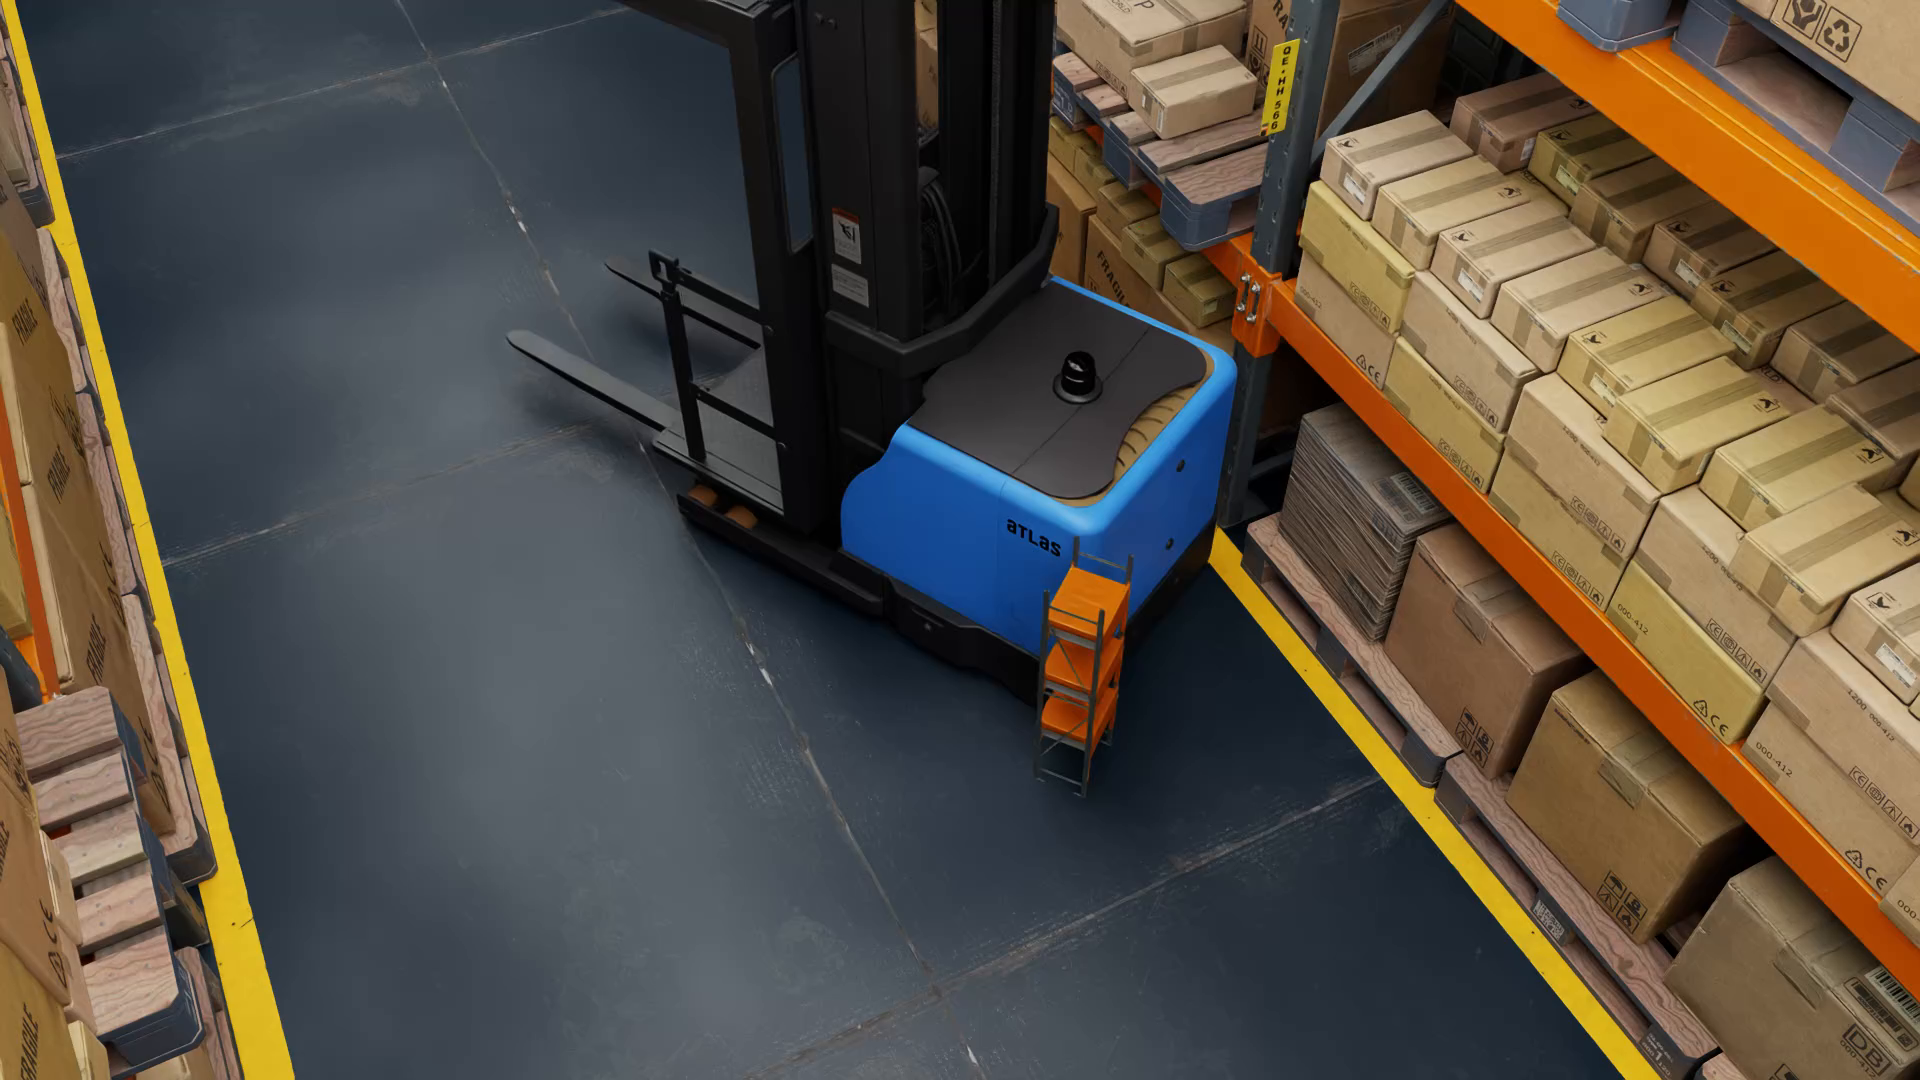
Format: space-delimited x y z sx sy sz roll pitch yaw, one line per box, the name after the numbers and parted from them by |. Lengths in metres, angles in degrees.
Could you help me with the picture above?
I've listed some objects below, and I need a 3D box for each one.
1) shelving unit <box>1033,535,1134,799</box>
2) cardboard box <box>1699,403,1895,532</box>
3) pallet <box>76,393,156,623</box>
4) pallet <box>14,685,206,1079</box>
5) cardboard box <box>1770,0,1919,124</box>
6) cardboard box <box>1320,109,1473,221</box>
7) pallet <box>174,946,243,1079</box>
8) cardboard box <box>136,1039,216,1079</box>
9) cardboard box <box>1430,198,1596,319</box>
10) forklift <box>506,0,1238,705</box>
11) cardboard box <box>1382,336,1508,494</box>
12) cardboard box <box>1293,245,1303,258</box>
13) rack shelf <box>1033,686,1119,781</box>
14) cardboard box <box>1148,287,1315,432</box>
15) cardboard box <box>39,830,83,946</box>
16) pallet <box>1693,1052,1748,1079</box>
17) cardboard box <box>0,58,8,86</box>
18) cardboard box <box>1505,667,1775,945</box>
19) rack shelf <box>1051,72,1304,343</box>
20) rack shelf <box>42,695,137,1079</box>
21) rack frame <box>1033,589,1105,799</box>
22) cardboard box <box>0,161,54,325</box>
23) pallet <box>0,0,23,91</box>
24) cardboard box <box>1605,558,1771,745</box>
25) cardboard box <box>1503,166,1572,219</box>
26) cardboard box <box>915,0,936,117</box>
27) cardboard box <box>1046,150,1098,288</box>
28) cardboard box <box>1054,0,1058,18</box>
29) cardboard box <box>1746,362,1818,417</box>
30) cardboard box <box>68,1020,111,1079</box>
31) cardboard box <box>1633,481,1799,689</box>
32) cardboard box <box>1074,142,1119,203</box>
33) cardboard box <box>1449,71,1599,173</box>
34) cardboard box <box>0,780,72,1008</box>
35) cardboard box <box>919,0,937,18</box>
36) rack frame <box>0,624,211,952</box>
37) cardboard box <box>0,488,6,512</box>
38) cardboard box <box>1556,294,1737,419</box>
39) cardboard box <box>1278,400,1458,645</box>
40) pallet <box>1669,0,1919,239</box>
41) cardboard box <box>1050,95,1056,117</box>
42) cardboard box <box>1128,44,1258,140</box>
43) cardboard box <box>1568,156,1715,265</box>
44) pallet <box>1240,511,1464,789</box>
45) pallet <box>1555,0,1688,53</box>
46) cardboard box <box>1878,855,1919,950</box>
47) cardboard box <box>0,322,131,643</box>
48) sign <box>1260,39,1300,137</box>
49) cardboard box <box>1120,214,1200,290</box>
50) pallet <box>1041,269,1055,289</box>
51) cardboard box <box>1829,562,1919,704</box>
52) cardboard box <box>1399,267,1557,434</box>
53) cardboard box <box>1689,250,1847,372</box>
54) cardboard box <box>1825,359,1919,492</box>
0.402 0.447 5.554 0.215 1.050 0.252 19 52 16 | shelving unit
2.161 -0.169 4.300 0.380 0.149 0.250 -21 52 -18 | cardboard box
-3.788 0.023 6.482 1.003 0.211 1.213 -21 52 -18 | pallet
-2.519 0.978 3.922 1.213 0.211 1.003 -21 52 -18 | pallet
2.052 -1.179 3.277 0.500 0.500 0.500 -20 52 -17 | cardboard box
1.356 -1.170 5.175 0.380 0.149 0.250 -20 52 -16 | cardboard box
-2.584 1.916 4.827 1.003 0.211 1.213 -21 52 -18 | pallet
-2.690 1.583 4.732 0.950 0.372 0.625 -24 53 -20 | cardboard box
1.619 -0.828 4.877 0.380 0.149 0.250 -20 52 -17 | cardboard box
-0.514 -1.238 5.778 3.031 2.935 1.130 28 54 22 | forklift
1.683 -0.469 5.160 0.500 0.250 0.500 -22 52 -18 | cardboard box
1.510 -1.223 6.670 0.380 0.149 0.250 -19 51 -16 | cardboard box
0.402 0.637 5.771 0.215 0.259 0.240 19 52 16 | rack shelf
1.087 -0.762 6.698 0.500 0.500 0.500 -20 52 -16 | cardboard box
-2.239 0.865 3.781 0.380 0.149 0.250 -22 52 -18 | cardboard box
2.930 1.878 4.860 1.003 0.211 1.213 -21 52 -18 | pallet
-5.373 -2.554 8.307 0.875 0.438 0.875 -23 53 -19 | cardboard box
2.359 0.713 5.325 0.875 0.625 0.625 -23 53 -19 | cardboard box
0.556 -2.340 7.174 1.077 0.370 4.000 -21 52 -18 | rack shelf
-2.025 2.050 3.335 1.077 0.370 4.000 -21 52 -18 | rack shelf
0.350 0.530 5.481 0.200 1.050 0.008 19 52 16 | rack frame
-4.416 -1.254 6.879 0.875 0.875 0.875 -20 52 -16 | cardboard box
-5.611 -2.638 8.810 1.003 0.211 1.213 -21 52 -18 | pallet
2.161 0.221 4.556 0.500 0.250 0.500 -20 52 -16 | cardboard box
1.924 -1.148 5.422 0.500 0.250 0.500 -20 52 -17 | cardboard box
-0.085 -2.476 8.197 0.500 0.500 0.500 -22 52 -18 | cardboard box
0.625 -1.450 7.300 0.500 0.500 0.500 -19 52 -16 | cardboard box
0.560 -2.439 6.435 0.797 0.503 0.637 -22 52 -18 | cardboard box
2.387 -0.470 4.829 0.500 0.250 0.500 -22 52 -18 | cardboard box
-1.992 1.215 3.475 0.380 0.149 0.250 -20 52 -17 | cardboard box
2.165 0.053 4.371 0.500 0.250 0.500 -20 52 -17 | cardboard box
0.706 -1.566 6.970 0.380 0.149 0.250 -20 52 -16 | cardboard box
1.800 -1.336 5.321 0.380 0.149 0.250 -20 52 -16 | cardboard box
-2.239 0.756 3.446 0.500 0.500 0.500 -22 52 -18 | cardboard box
0.029 -2.607 7.881 0.380 0.149 0.250 -22 52 -18 | cardboard box
-2.940 0.474 4.235 1.000 3.000 0.127 -21 52 -18 | rack frame
-3.191 -0.228 4.949 0.500 0.250 0.500 -23 53 -19 | cardboard box
1.892 -0.500 4.590 0.380 0.149 0.250 -21 52 -17 | cardboard box
1.745 -0.172 6.099 0.875 0.625 0.625 -20 52 -16 | cardboard box
2.376 -0.992 3.650 1.003 0.211 1.213 -19 51 -16 | pallet
0.439 -1.907 7.269 0.380 0.149 0.250 -23 53 -19 | cardboard box
0.830 -1.601 5.938 0.380 0.149 0.250 -20 52 -17 | cardboard box
2.084 -1.005 5.032 0.380 0.149 0.250 -21 52 -18 | cardboard box
1.814 0.245 6.288 1.003 0.211 1.213 -21 52 -18 | pallet
1.862 -1.740 4.304 1.213 0.211 1.003 -19 51 -16 | pallet
2.604 0.907 3.956 0.500 0.250 0.500 -21 52 -18 | cardboard box
-3.587 -0.054 5.829 0.875 0.875 0.875 -21 52 -17 | cardboard box
0.993 -1.400 5.157 0.100 0.325 0.005 -21 52 -18 | sign
0.868 -1.182 6.634 0.380 0.149 0.250 -24 53 -19 | cardboard box
0.609 -1.648 7.944 1.003 0.211 1.213 -21 52 -18 | pallet
2.337 0.196 3.981 0.380 0.149 0.250 -21 52 -17 | cardboard box
1.686 -0.636 4.974 0.500 0.250 0.500 -20 52 -16 | cardboard box
2.309 -0.663 4.733 0.380 0.149 0.250 -21 52 -18 | cardboard box
2.520 -0.315 4.428 0.380 0.149 0.250 -20 52 -17 | cardboard box
